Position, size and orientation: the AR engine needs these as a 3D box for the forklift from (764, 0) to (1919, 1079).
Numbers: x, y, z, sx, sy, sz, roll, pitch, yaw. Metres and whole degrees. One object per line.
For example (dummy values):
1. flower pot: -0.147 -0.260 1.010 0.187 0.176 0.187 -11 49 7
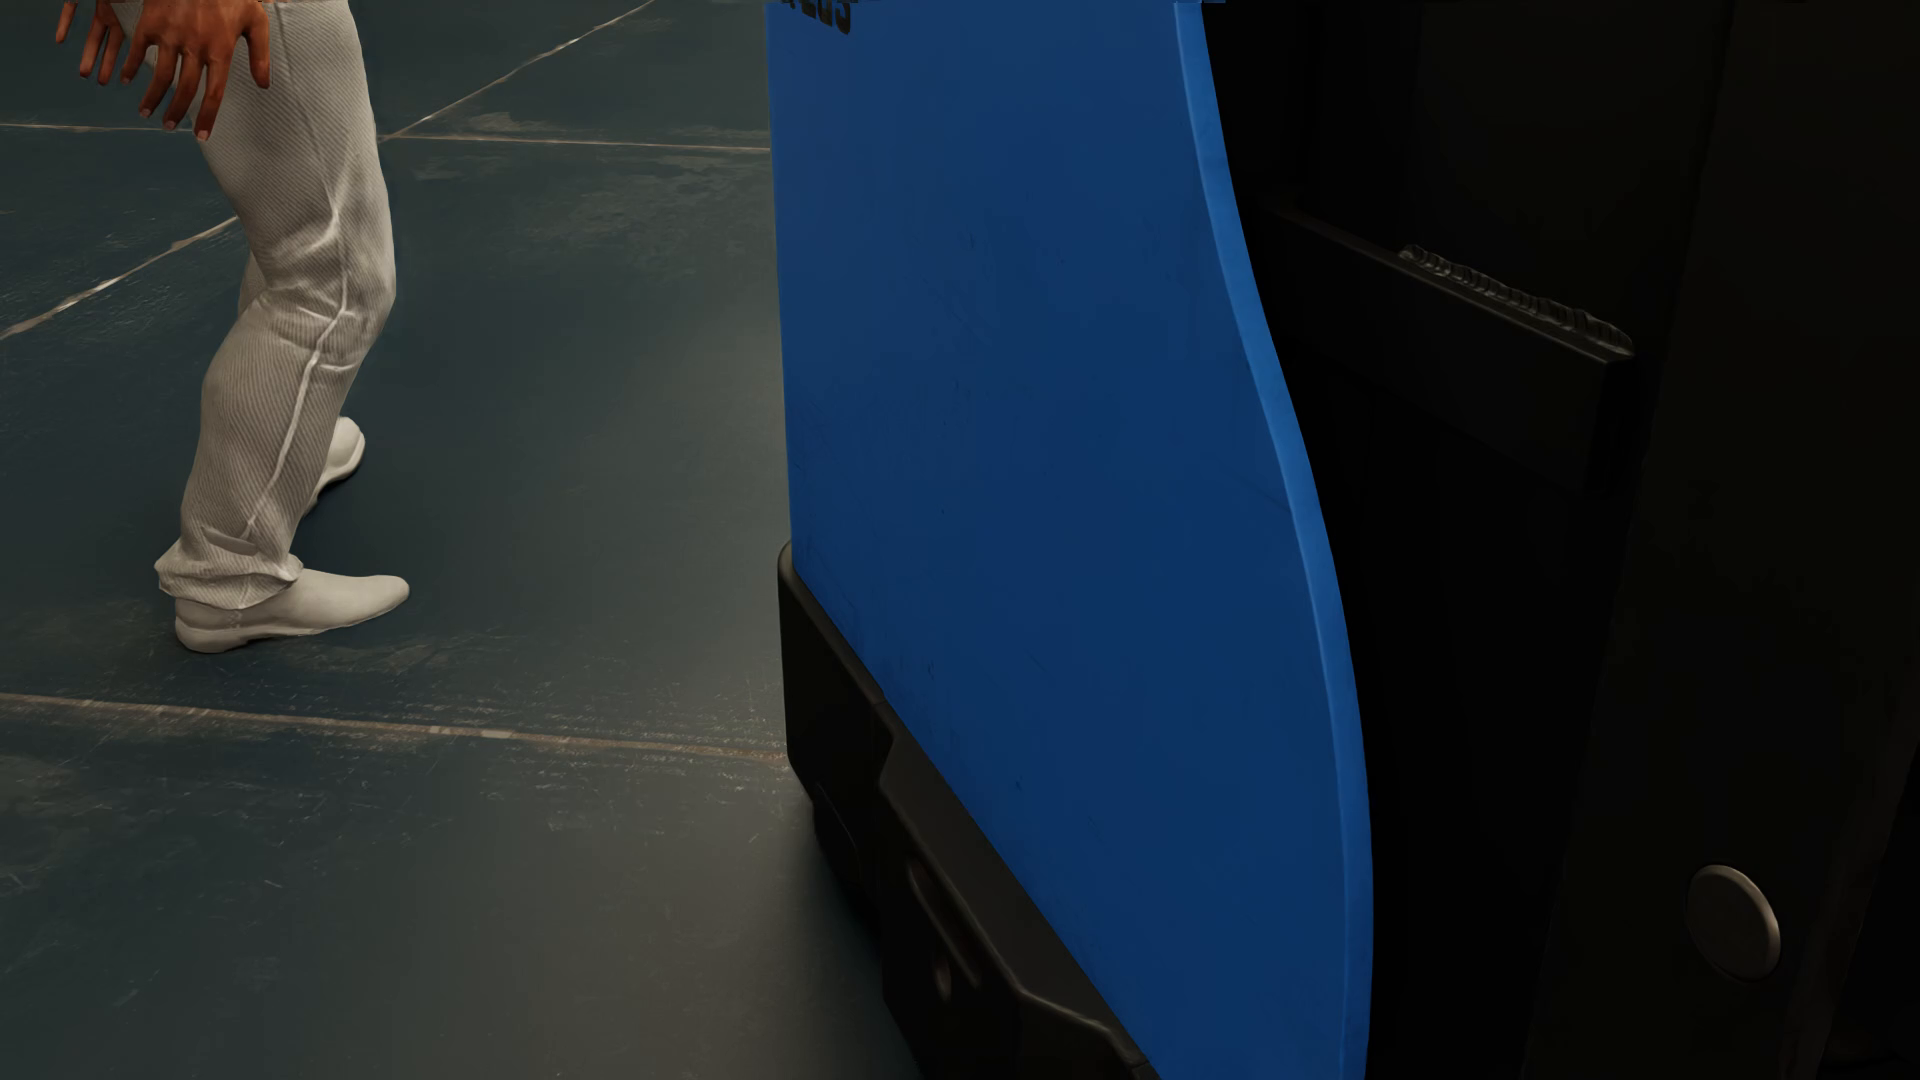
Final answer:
1. forklift: 0.848 -0.510 0.238 1.130 2.935 3.031 -11 28 -20

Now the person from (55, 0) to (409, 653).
1. person: -0.906 -0.721 2.048 0.474 1.733 0.900 -13 29 -25
